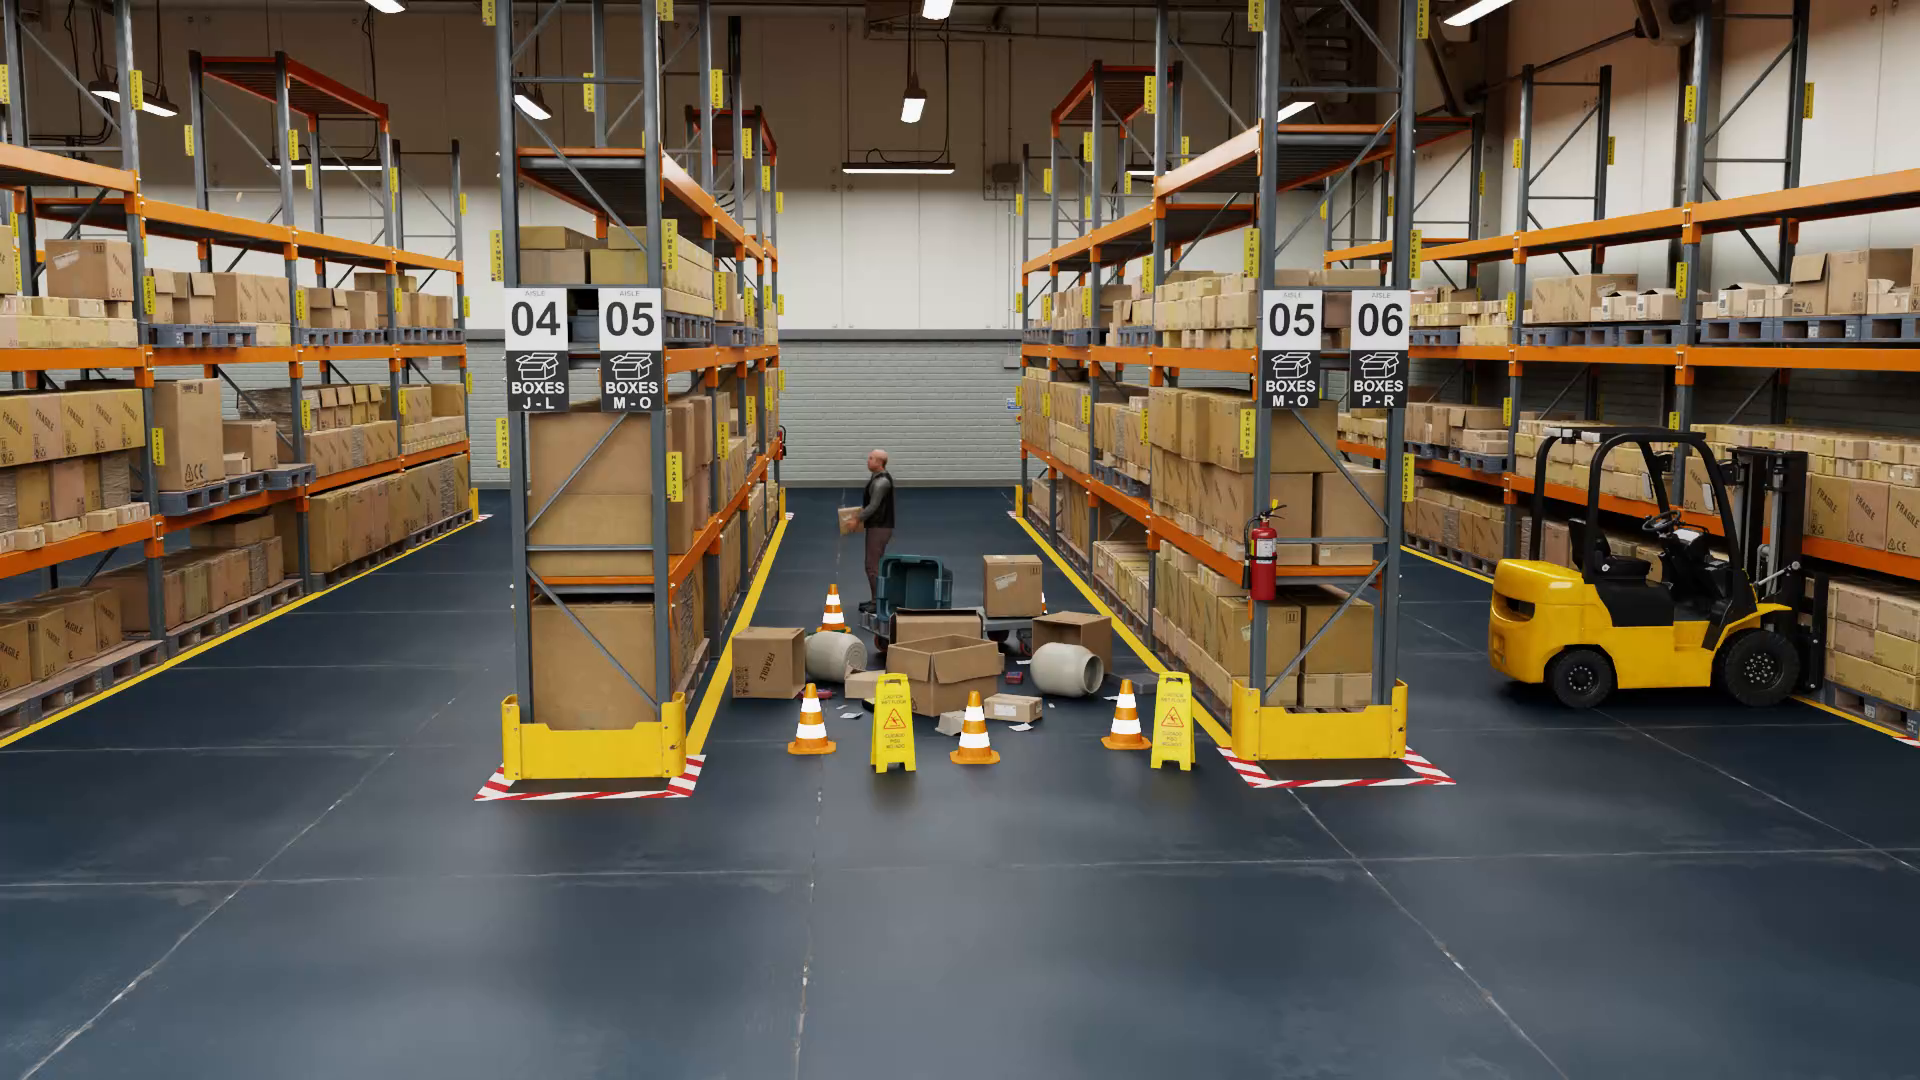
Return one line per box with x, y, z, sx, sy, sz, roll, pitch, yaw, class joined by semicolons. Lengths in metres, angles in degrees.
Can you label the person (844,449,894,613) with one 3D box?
-0.965;-0.104;17.697;0.535;1.726;0.521;0;7;-4;person
